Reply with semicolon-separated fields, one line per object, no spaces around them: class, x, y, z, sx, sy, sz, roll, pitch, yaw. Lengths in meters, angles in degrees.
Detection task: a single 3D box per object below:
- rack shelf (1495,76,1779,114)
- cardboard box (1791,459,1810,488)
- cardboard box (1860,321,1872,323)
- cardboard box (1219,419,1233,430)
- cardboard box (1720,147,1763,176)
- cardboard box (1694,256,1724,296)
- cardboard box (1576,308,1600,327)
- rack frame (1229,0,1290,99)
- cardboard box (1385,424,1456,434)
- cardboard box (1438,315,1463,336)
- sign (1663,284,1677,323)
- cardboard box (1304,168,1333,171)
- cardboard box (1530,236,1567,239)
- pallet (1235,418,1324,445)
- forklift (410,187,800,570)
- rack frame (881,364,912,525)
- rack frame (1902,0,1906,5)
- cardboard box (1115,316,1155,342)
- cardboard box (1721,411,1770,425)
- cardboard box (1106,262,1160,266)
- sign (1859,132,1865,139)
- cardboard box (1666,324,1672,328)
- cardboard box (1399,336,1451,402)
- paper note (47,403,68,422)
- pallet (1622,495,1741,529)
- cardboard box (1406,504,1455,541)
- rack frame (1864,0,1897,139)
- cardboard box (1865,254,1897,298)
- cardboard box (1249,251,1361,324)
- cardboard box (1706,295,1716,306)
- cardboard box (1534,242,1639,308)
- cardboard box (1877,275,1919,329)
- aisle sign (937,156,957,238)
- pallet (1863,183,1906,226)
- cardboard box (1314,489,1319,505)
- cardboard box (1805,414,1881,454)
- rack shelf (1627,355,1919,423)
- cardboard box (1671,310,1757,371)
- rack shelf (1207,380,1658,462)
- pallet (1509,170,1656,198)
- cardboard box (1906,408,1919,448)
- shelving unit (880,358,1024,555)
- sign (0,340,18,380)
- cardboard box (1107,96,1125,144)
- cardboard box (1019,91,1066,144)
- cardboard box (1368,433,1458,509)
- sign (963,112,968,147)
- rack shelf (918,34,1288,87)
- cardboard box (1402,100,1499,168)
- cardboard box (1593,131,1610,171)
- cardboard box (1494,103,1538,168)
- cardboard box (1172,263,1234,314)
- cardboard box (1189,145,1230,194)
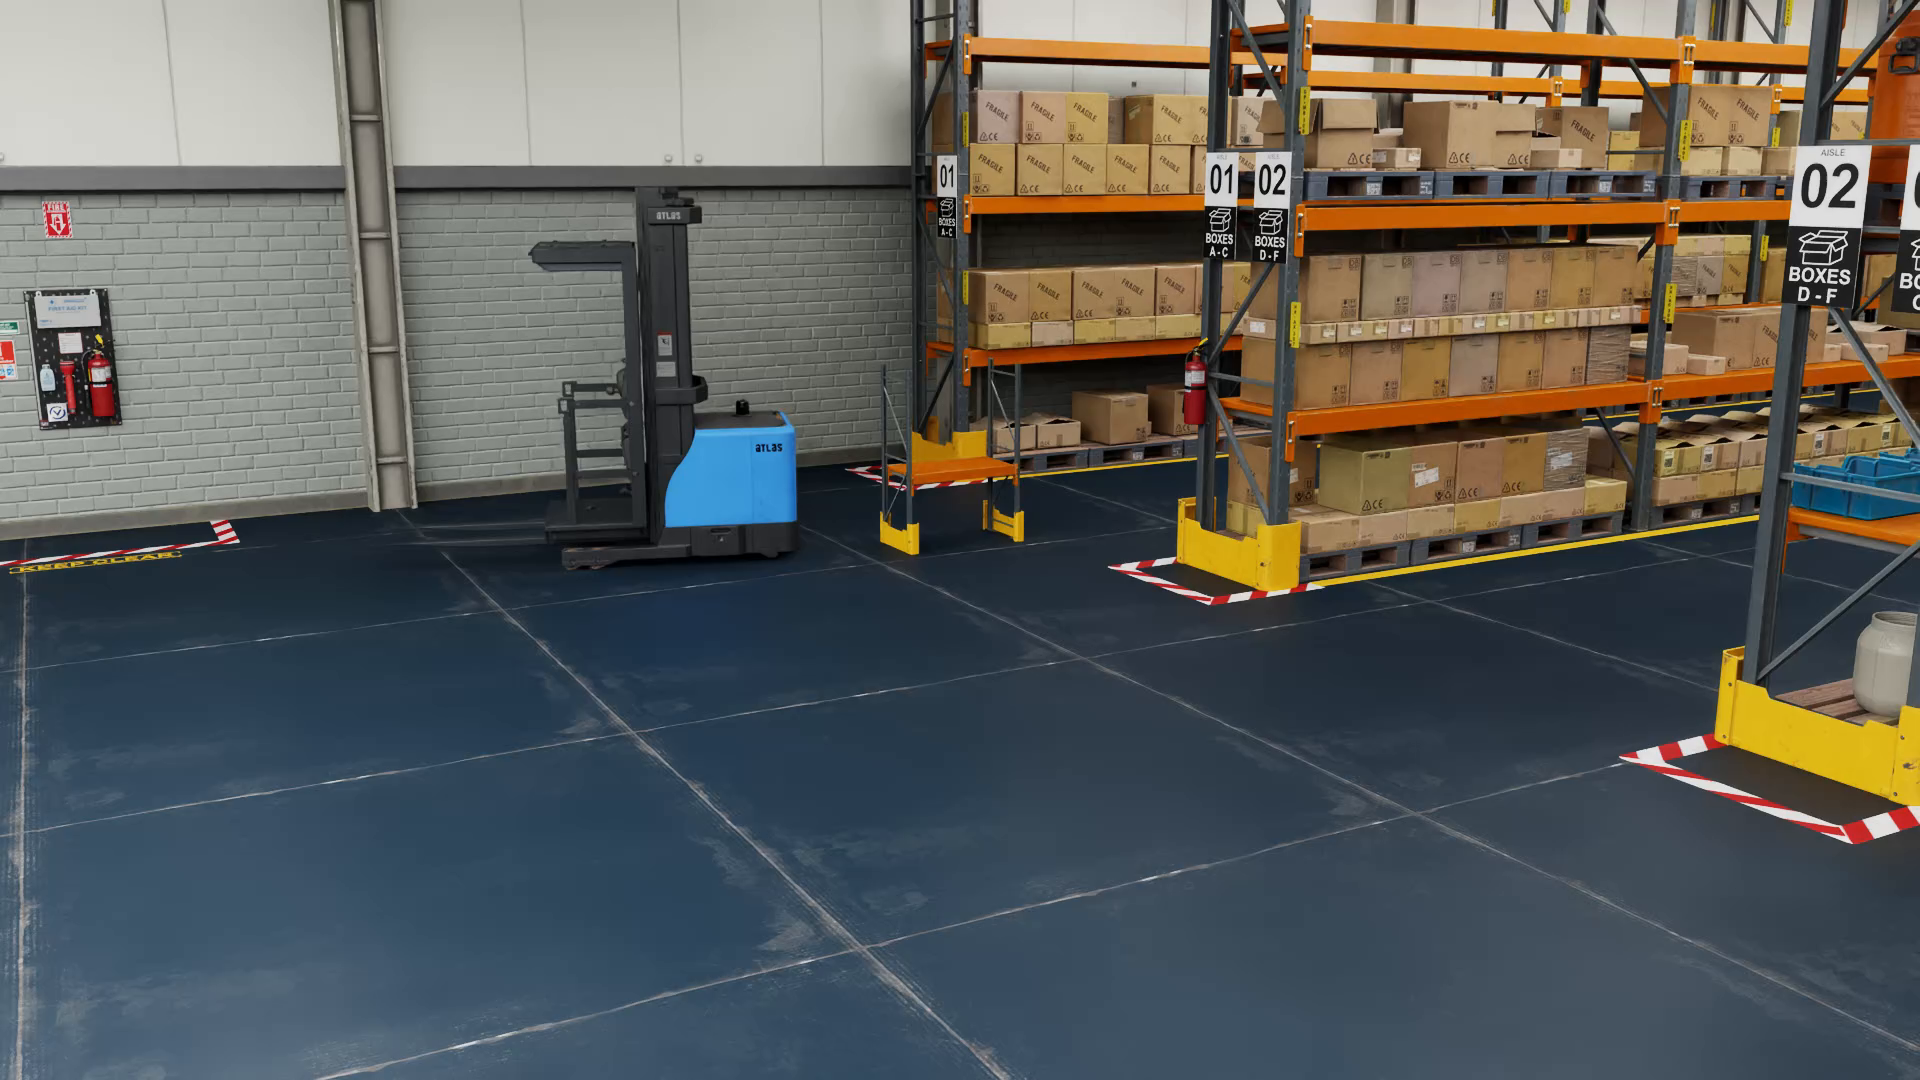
rack shelf;8.569;-5.594;21.018;4.000;0.370;1.077;-7;14;-28
cardboard box;7.502;-0.647;15.460;0.500;0.250;0.500;-7;14;-27
cardboard box;13.283;-3.105;24.332;0.250;0.149;0.380;-7;14;-27
cardboard box;2.848;-1.352;18.736;0.250;0.166;0.380;-9;16;-35
cardboard box;6.706;-3.344;14.689;0.500;0.250;0.500;-8;15;-33
cardboard box;9.597;-3.474;21.764;0.500;0.500;0.500;-7;14;-27
cardboard box;5.097;-1.869;13.878;0.250;0.149;0.380;-7;15;-30
rack frame;3.303;-5.509;18.090;0.127;3.000;1.000;-7;14;-28
cardboard box;3.807;-0.710;14.031;0.500;0.500;0.500;-7;14;-28
cardboard box;3.746;-1.708;13.160;0.250;0.149;0.380;-7;14;-29
sign;5.947;-1.982;13.931;0.005;0.325;0.100;-7;14;-28
cardboard box;3.821;-4.341;18.550;0.500;0.500;0.500;-5;13;-20
cardboard box;7.544;-3.724;21.164;0.500;0.250;0.500;-7;15;-30
pallet;3.986;-1.303;19.420;1.213;0.211;1.003;-7;14;-28
forklift;-2.870;-1.320;13.297;3.031;2.935;1.130;-2;13;-11
rack frame;-0.521;-0.669;13.667;0.032;1.500;0.500;-7;14;-28
rack frame;13.836;-6.771;23.700;0.127;3.000;1.000;-7;14;-28
cardboard box;1.716;-2.250;17.572;0.500;0.250;0.500;-7;14;-27
cardboard box;7.685;-1.077;16.090;0.500;0.311;0.500;-7;15;-29
cardboard box;1.895;-2.770;18.173;0.500;0.500;0.500;-6;14;-26
sign;8.933;-3.869;16.458;0.005;0.325;0.100;-7;14;-28
cardboard box;9.817;-2.486;22.263;0.750;0.750;0.750;-7;14;-27
cardboard box;3.482;-1.409;13.312;0.500;0.500;0.700;-7;14;-27
paper note;-7.650;-1.082;14.093;0.142;0.148;0.016;-7;14;-28
pallet;6.308;-0.352;15.193;1.213;0.211;1.003;-7;14;-28
cardboard box;3.622;-0.189;13.425;0.500;0.250;0.500;-7;14;-28
rack frame;9.191;-4.975;15.720;0.127;3.000;1.000;-7;14;-28
cardboard box;12.760;-3.856;23.729;0.700;0.700;0.980;-7;14;-28
cardboard box;2.631;-1.941;12.718;0.500;0.500;0.700;-7;14;-28
cardboard box;9.705;-3.171;21.893;0.250;0.149;0.380;-6;14;-26
cardboard box;5.293;-2.261;14.143;0.500;0.500;0.700;-7;14;-28
cardboard box;9.690;-2.390;16.712;0.700;0.500;0.500;11;17;41
aisle sign;-0.127;-3.364;16.303;0.004;0.787;0.394;-7;14;-28
pallet;5.312;-1.691;8.390;1.213;0.211;1.003;-7;14;-28
cardboard box;2.931;-0.238;13.642;0.500;0.250;0.500;-7;14;-28
cardboard box;8.396;-1.027;15.869;0.500;0.311;0.500;-7;14;-29
rack shelf;7.435;-1.487;15.523;4.000;0.370;1.077;-7;14;-28
cardboard box;6.824;-1.809;15.089;0.500;0.500;0.500;-6;14;-24
rack shelf;3.924;-1.066;13.653;4.000;0.370;1.077;-7;14;-28
pallet;4.944;-2.953;13.768;1.213;0.211;1.003;-7;14;-28
cardboard box;9.727;-1.036;16.573;0.500;0.500;0.500;-6;14;-25
shelving unit;-0.067;-0.724;13.909;1.083;1.500;0.587;-7;14;-28
sign;-7.996;-1.497;13.846;0.234;0.329;0.001;-7;14;-28
cardboard box;1.407;-4.425;17.557;0.500;0.500;0.500;-7;14;-28
cardboard box;0.711;-4.207;16.590;0.500;0.500;0.500;-7;14;-29
cardboard box;3.617;-0.558;13.353;0.500;0.500;0.500;-7;14;-28
sign;0.052;-3.946;15.989;0.005;0.325;0.100;-7;14;-28
rack shelf;1.548;-4.946;17.235;4.000;0.370;1.077;-7;14;-28
cardboard box;3.758;-3.114;12.779;0.500;0.500;0.500;-7;14;-28
cardboard box;7.652;-4.857;20.799;0.500;0.500;0.700;-8;15;-31
cardboard box;4.174;-3.265;13.445;0.637;0.503;0.797;-5;14;-22
cardboard box;2.601;-2.721;17.957;0.500;0.500;0.500;-7;14;-28
cardboard box;2.528;-3.952;17.733;0.500;0.500;0.500;-8;15;-33
